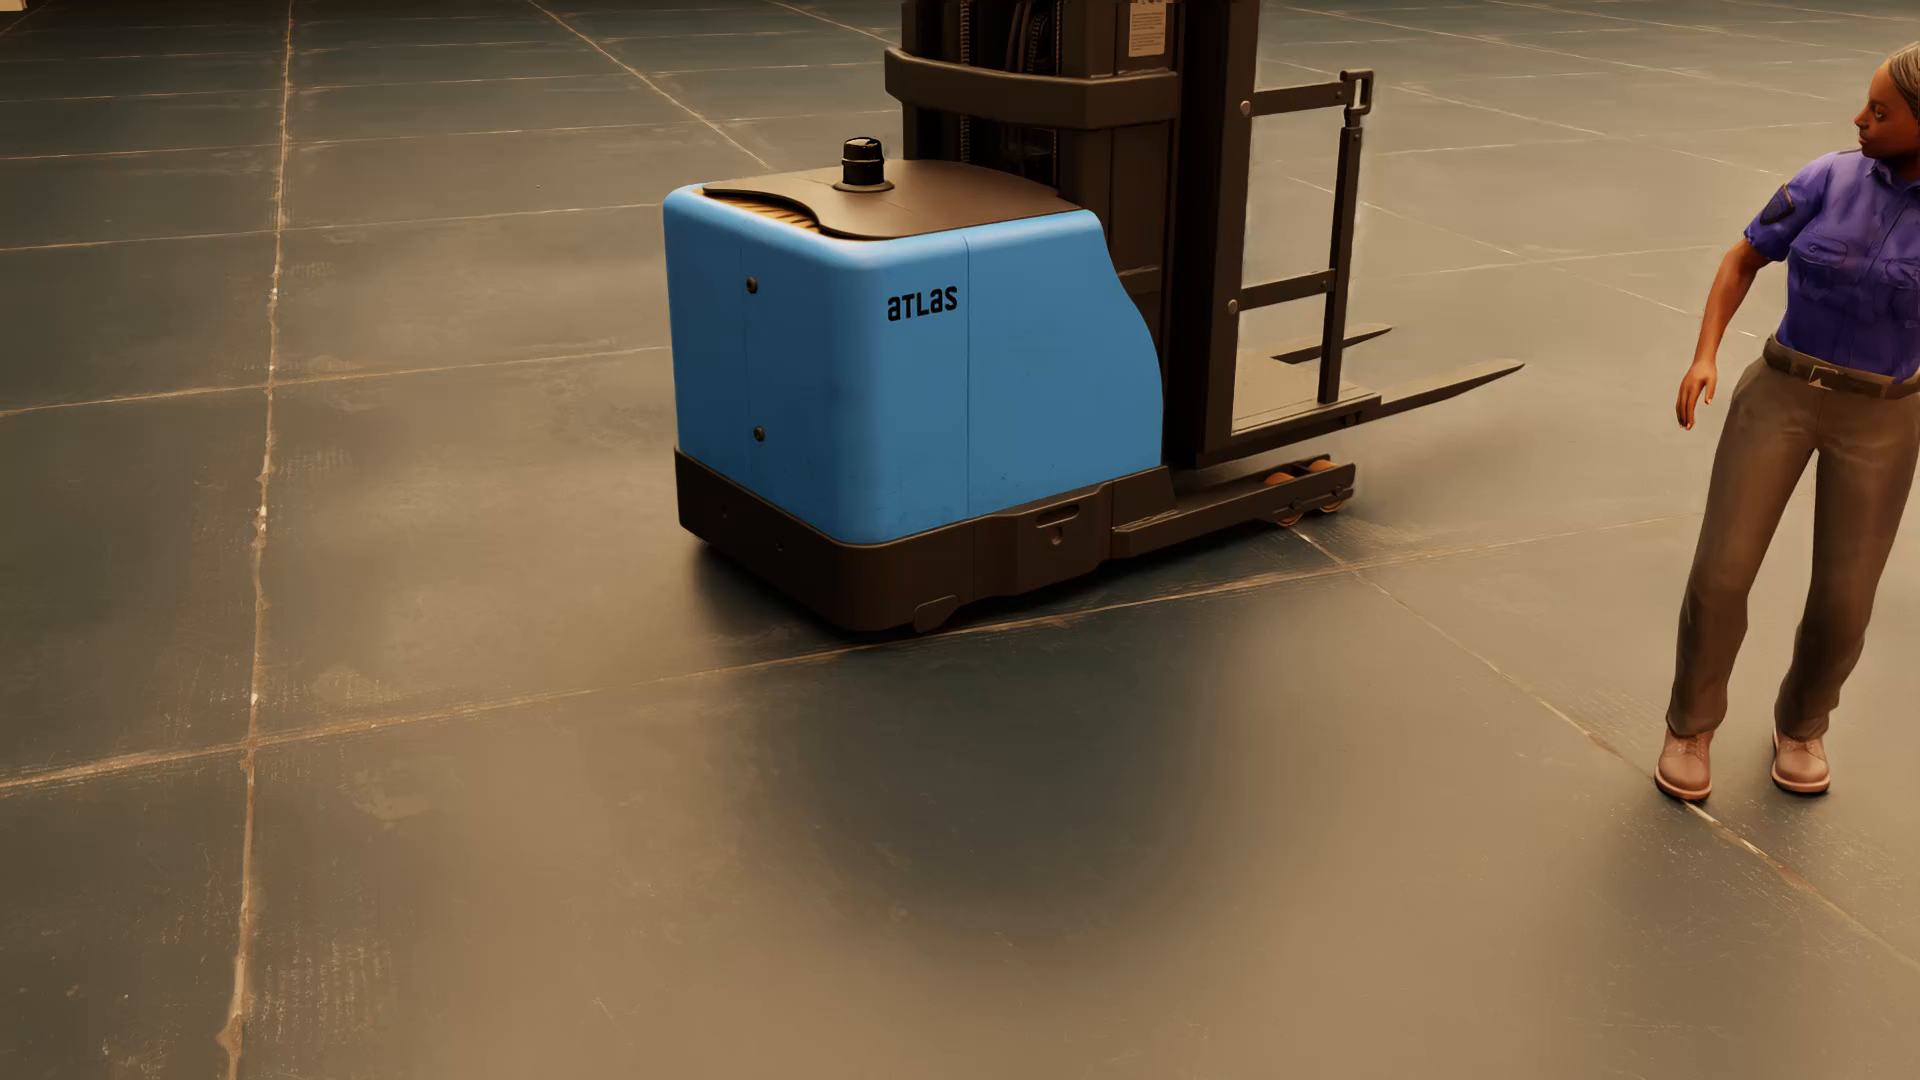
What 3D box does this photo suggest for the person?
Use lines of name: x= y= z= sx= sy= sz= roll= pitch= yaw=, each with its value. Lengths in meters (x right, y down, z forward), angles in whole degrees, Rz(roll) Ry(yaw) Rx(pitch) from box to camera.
person: x=1.843 y=-0.208 z=3.480 sx=0.648 sy=1.634 sz=0.466 roll=15 pitch=27 yaw=31

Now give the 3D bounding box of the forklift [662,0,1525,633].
forklift: x=0.637 y=-1.542 z=4.964 sx=3.031 sy=2.935 sz=1.130 roll=-16 pitch=28 yaw=-33
